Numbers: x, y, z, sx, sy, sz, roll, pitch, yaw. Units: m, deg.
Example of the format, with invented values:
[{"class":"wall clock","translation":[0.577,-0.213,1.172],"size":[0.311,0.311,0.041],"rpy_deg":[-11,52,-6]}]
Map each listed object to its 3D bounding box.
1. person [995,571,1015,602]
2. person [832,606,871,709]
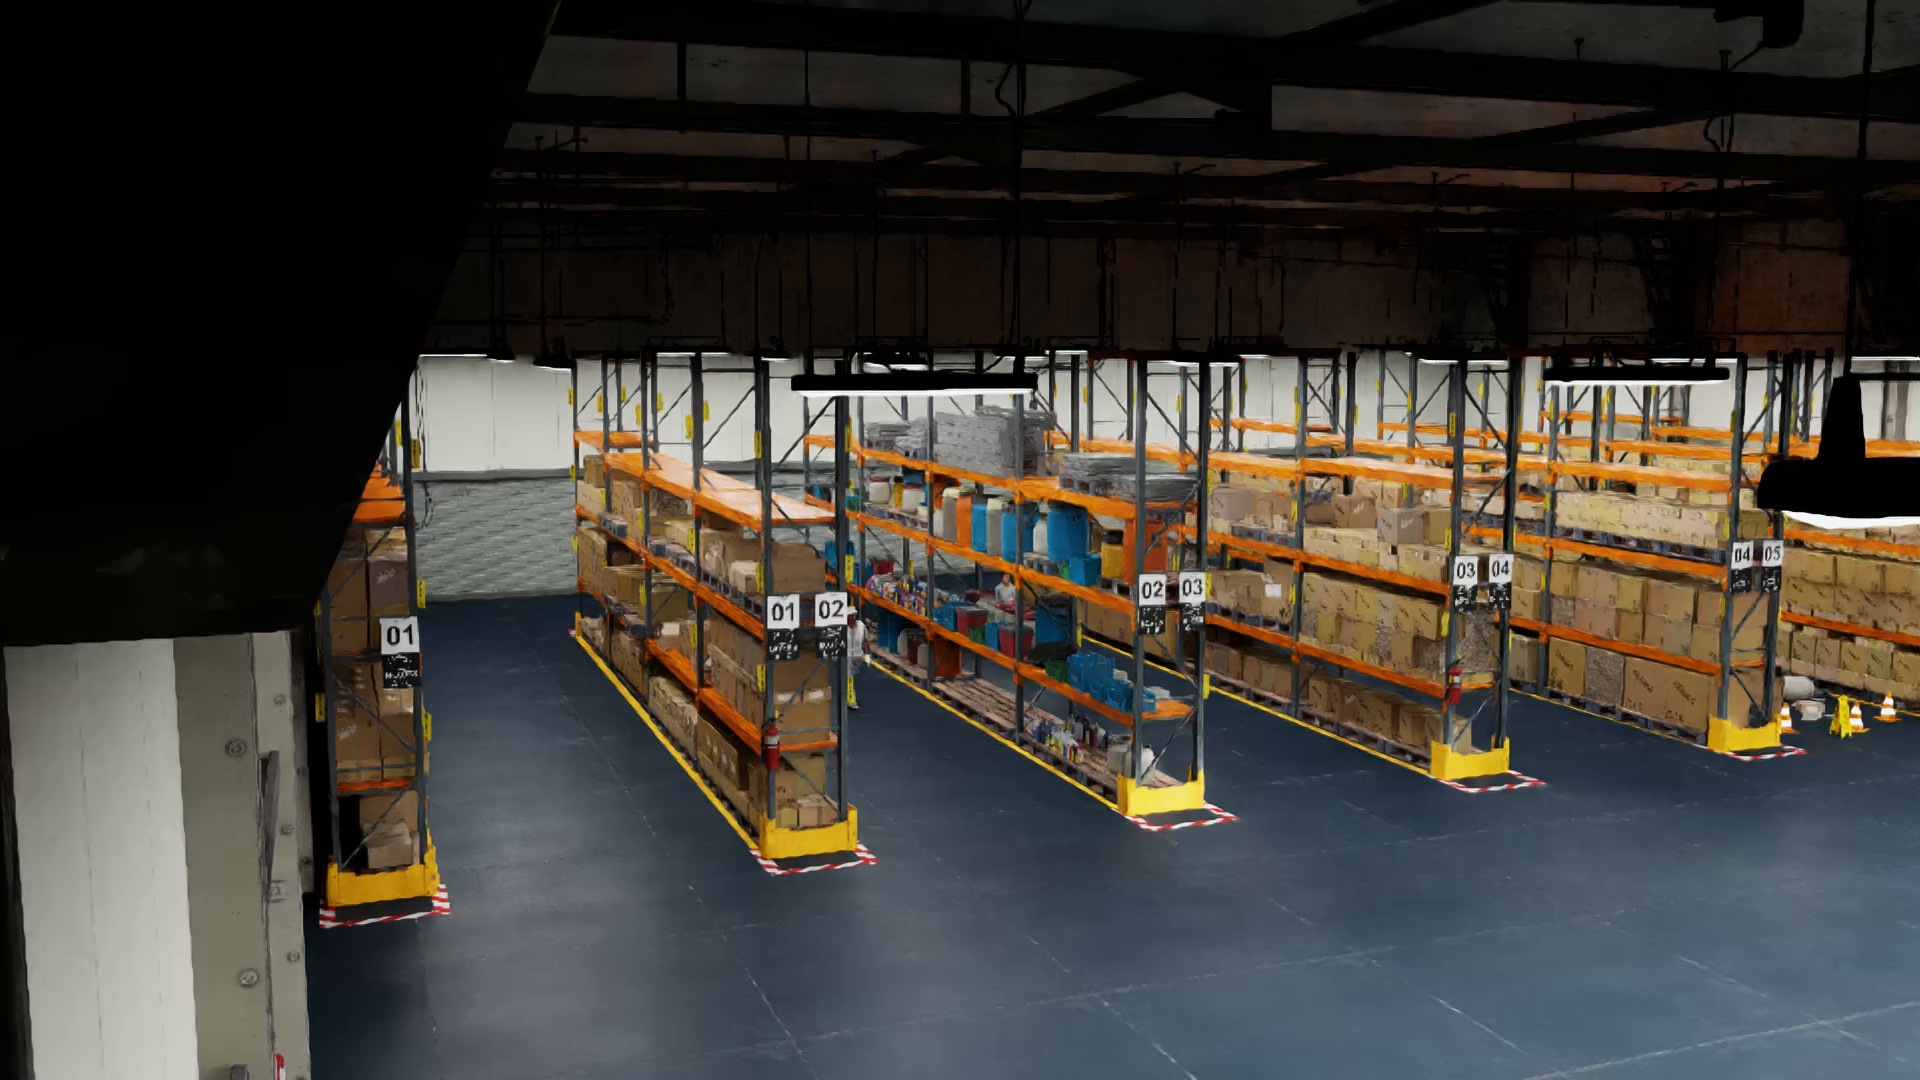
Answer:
[{"class":"person","translation":[0.922,1.406,33.187],"size":[0.455,1.612,1.019],"rpy_deg":[-3,8,-22]},{"class":"person","translation":[-1.825,1.966,28.249],"size":[0.577,1.733,1.043],"rpy_deg":[-3,8,-22]}]
